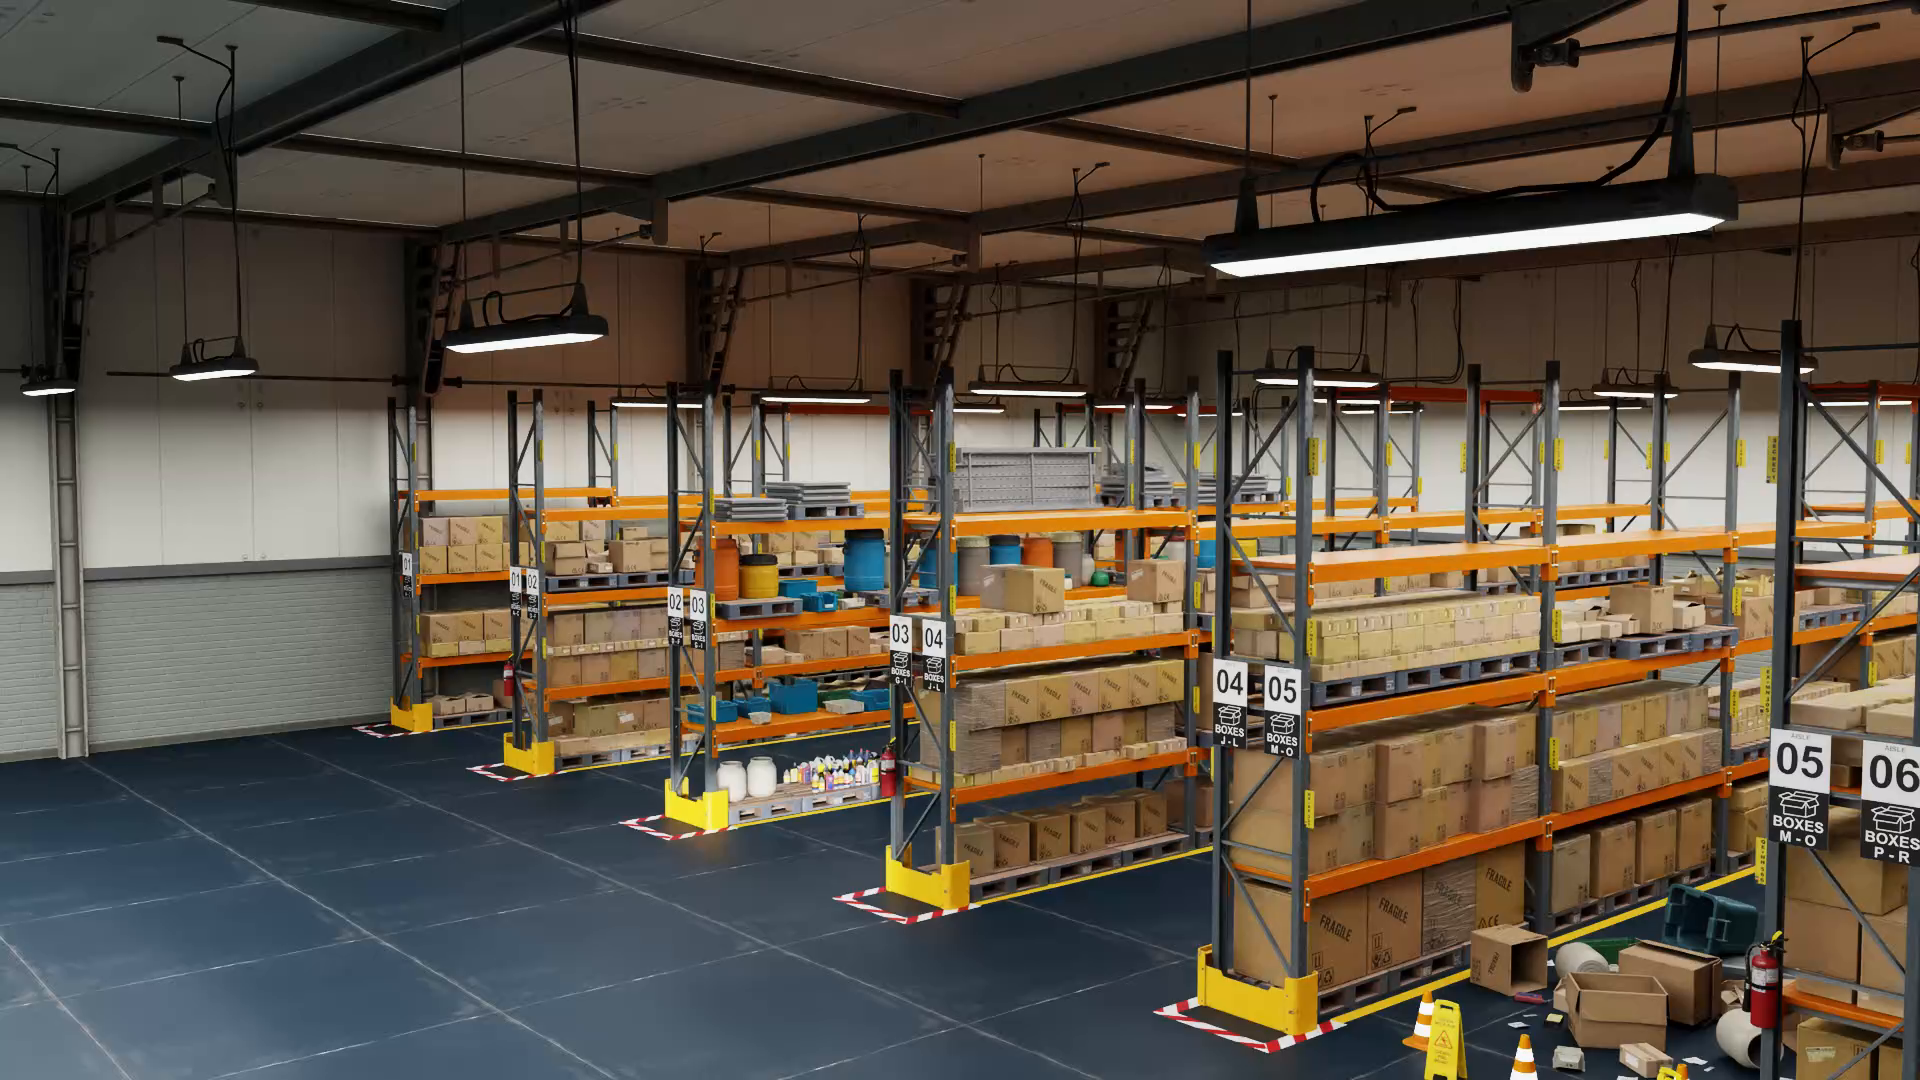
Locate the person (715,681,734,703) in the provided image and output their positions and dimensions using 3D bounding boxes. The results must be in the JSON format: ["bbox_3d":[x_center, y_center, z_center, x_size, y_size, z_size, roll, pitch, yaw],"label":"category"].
[{"bbox_3d":[-4.461,2.684,30.474,0.734,1.426,0.889,2,4,33],"label":"person"}]

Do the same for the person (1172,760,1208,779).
[{"bbox_3d":[3.332,2.960,24.307,1.012,1.710,0.704,-2,4,-32],"label":"person"}]
